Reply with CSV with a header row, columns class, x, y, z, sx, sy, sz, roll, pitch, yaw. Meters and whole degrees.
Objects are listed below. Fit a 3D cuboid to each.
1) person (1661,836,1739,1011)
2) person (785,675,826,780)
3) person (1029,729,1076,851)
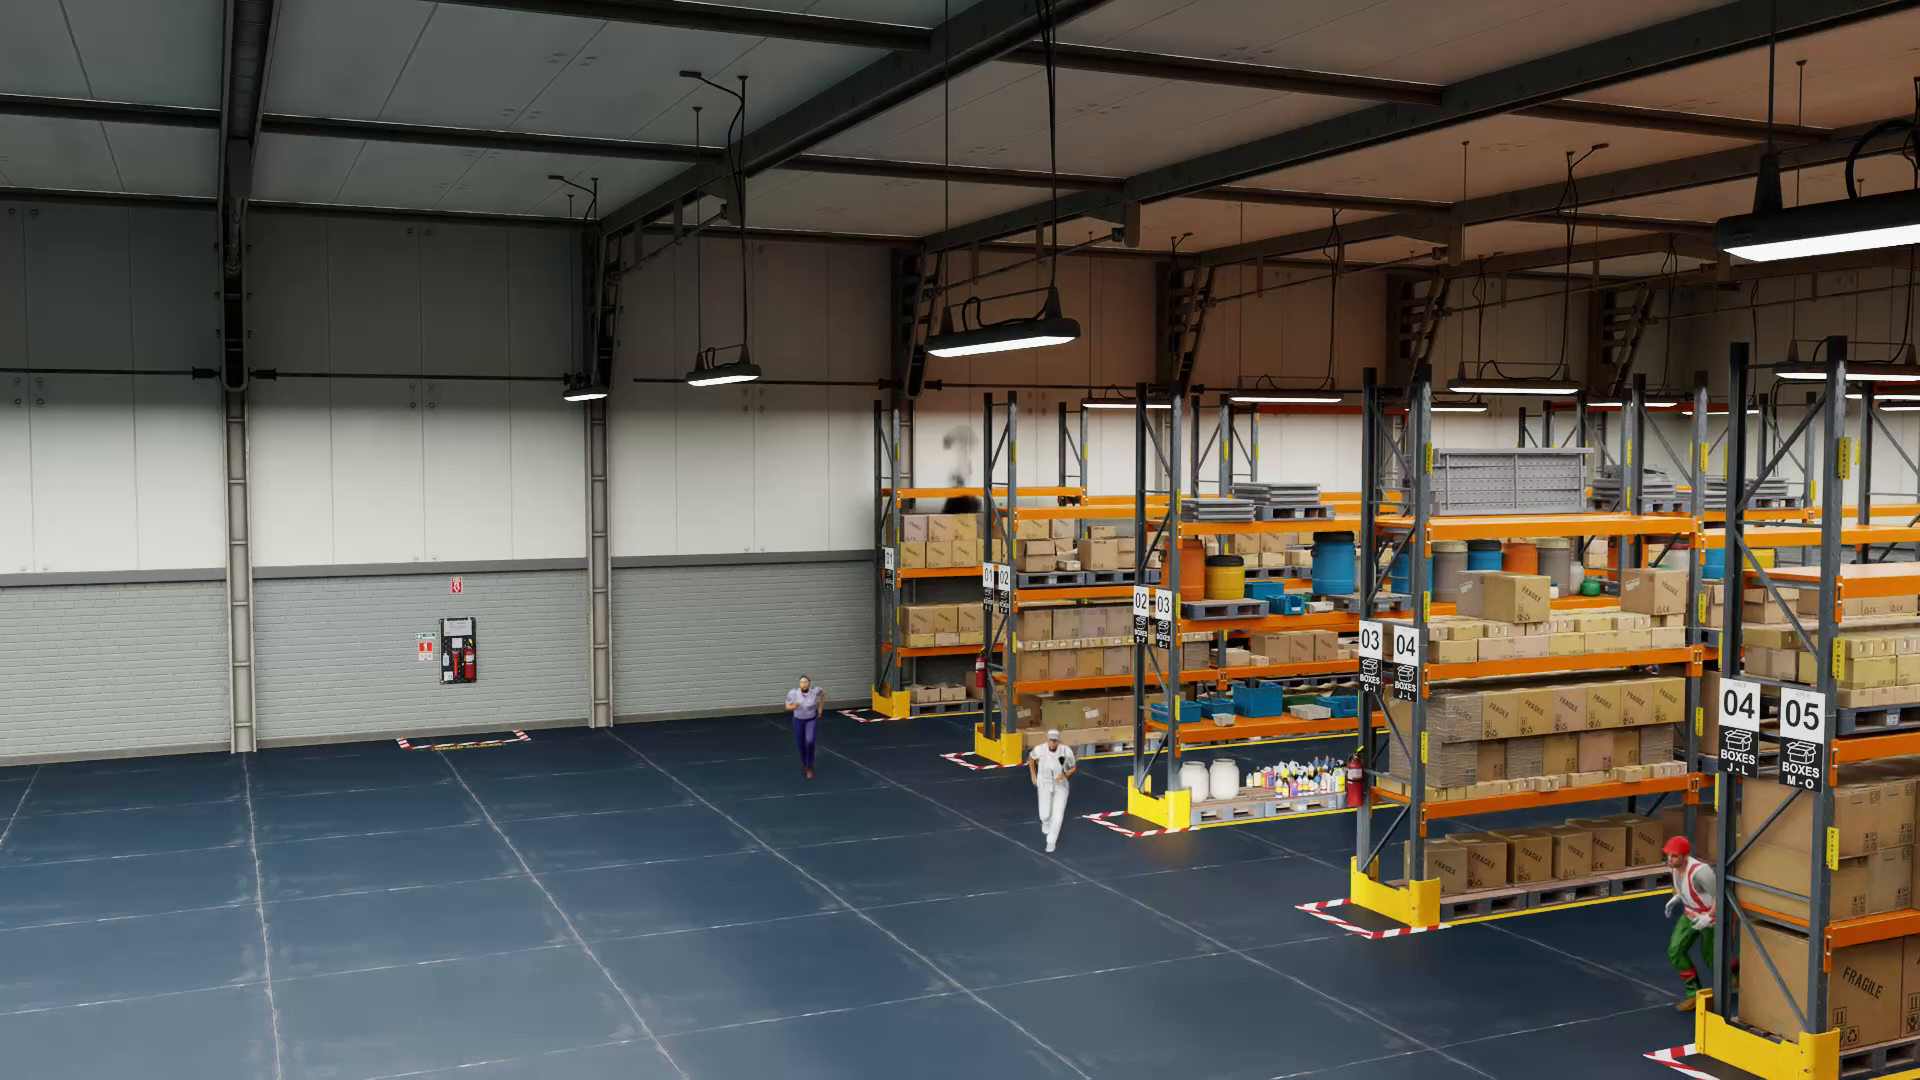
class,x,y,z,sx,sy,sz,roll,pitch,yaw
person,6.865,3.485,15.238,1.094,1.622,0.668,-1,4,-20
person,-2.388,2.866,25.729,0.589,1.622,0.892,0,3,2
person,1.167,3.160,21.050,0.594,1.595,0.679,0,3,1
